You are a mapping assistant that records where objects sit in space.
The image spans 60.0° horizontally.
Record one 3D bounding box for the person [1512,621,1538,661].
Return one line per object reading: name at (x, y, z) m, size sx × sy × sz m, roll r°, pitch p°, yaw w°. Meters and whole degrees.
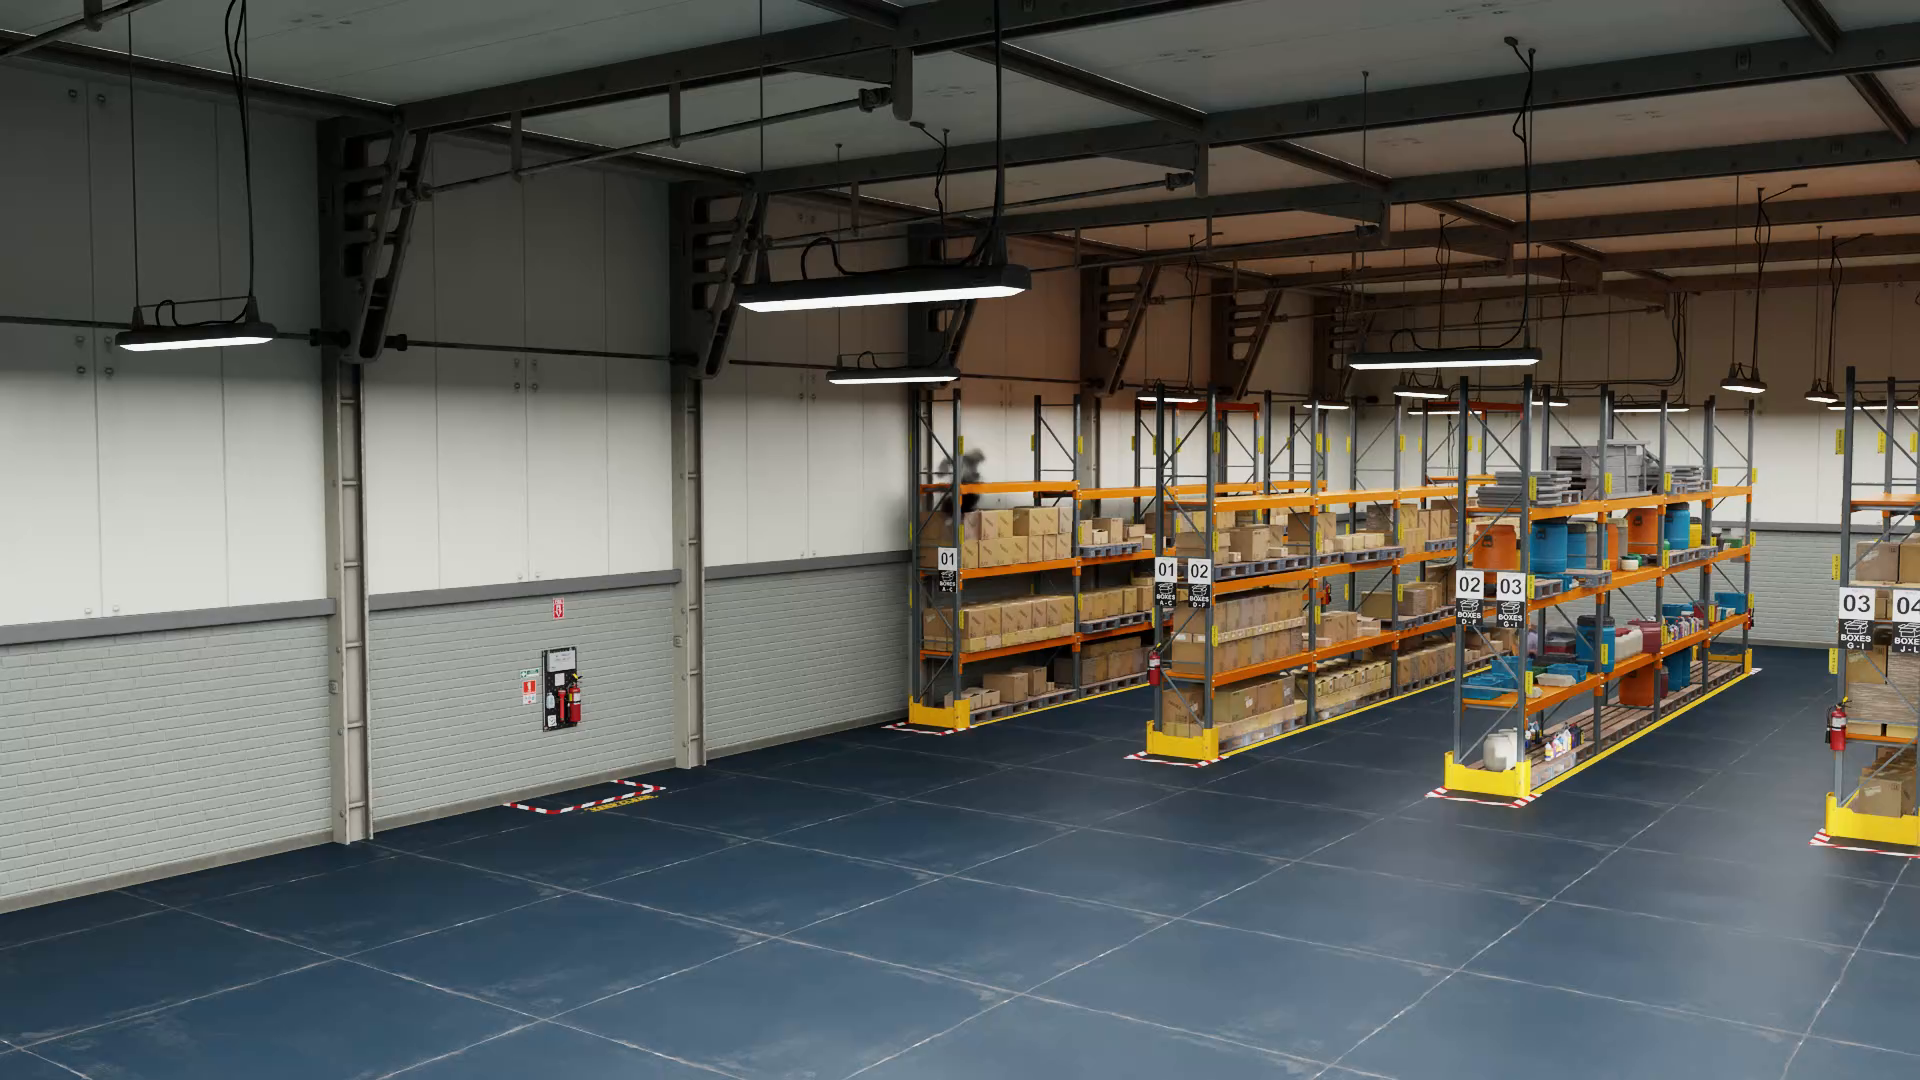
person at (10.859, 2.376, 31.958) m, size 0.581 × 1.634 × 0.670 m, roll 2°, pitch 4°, yaw 31°
